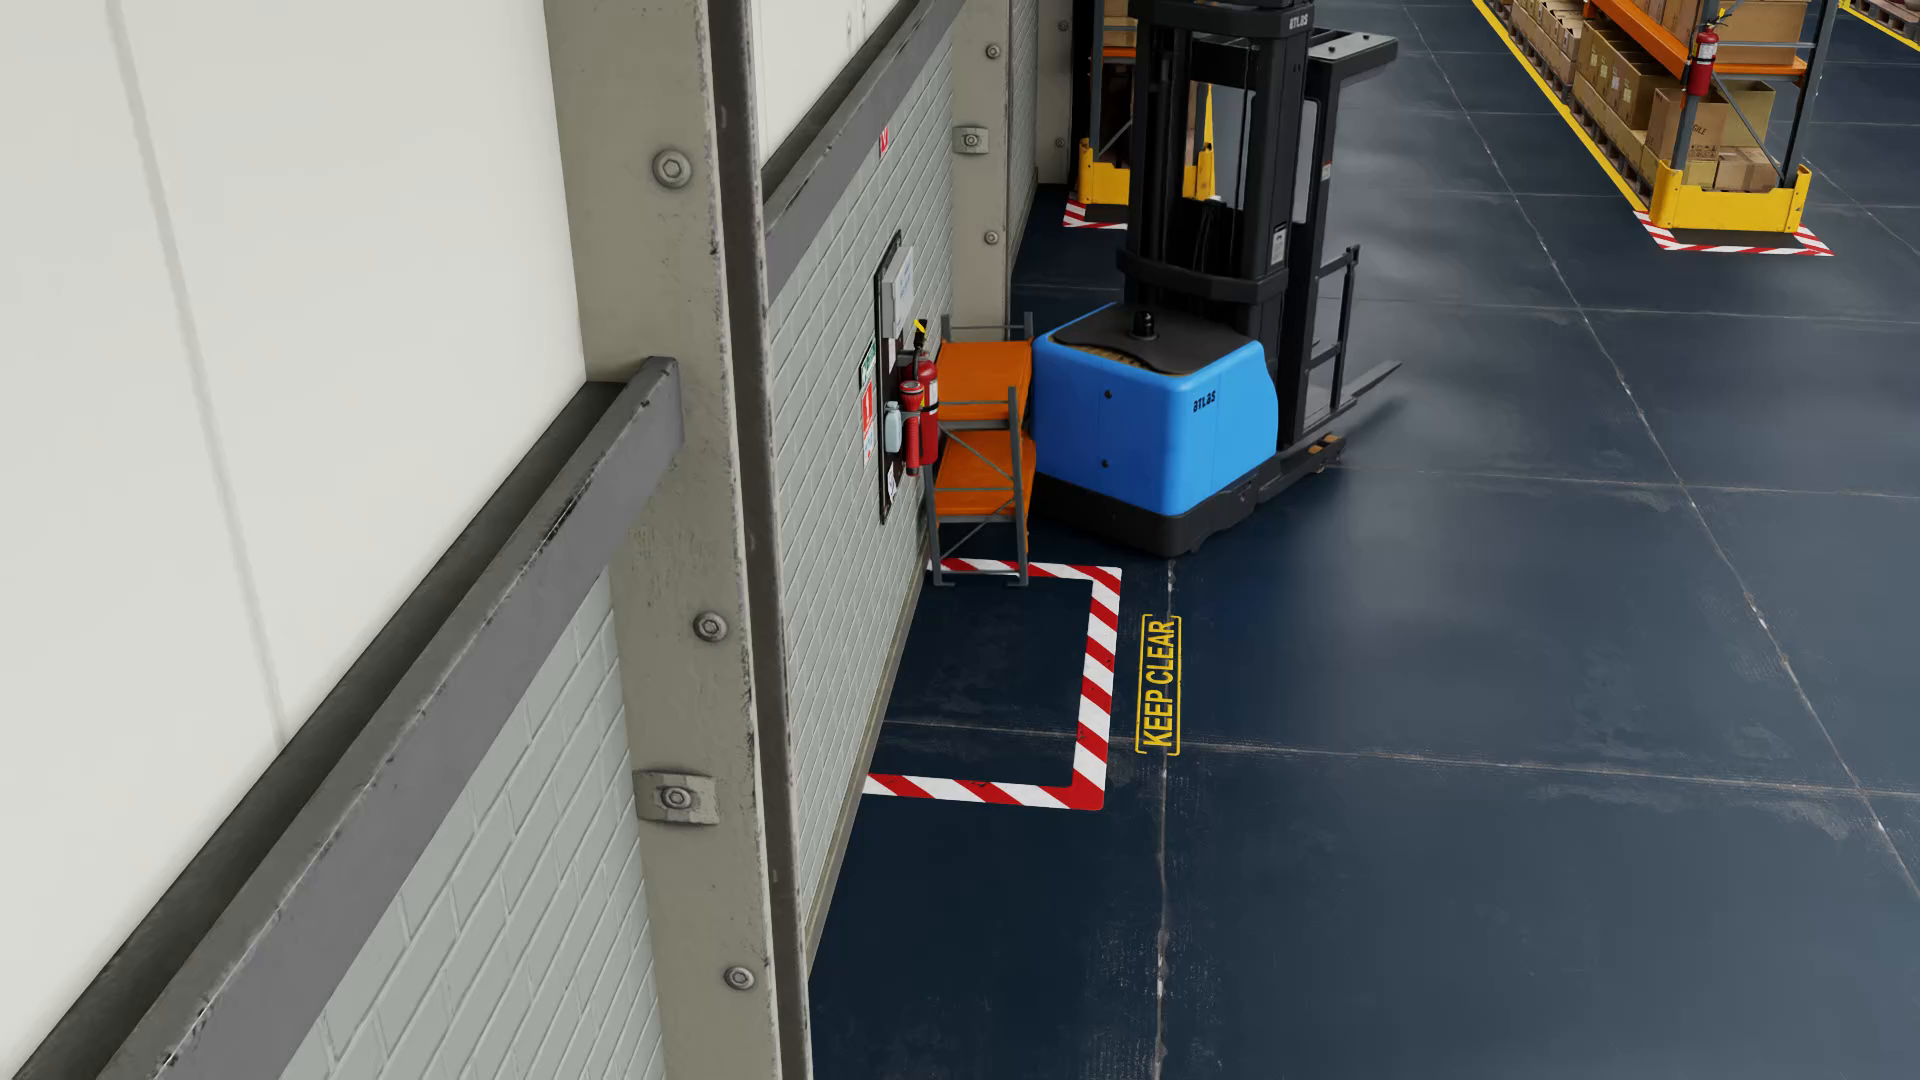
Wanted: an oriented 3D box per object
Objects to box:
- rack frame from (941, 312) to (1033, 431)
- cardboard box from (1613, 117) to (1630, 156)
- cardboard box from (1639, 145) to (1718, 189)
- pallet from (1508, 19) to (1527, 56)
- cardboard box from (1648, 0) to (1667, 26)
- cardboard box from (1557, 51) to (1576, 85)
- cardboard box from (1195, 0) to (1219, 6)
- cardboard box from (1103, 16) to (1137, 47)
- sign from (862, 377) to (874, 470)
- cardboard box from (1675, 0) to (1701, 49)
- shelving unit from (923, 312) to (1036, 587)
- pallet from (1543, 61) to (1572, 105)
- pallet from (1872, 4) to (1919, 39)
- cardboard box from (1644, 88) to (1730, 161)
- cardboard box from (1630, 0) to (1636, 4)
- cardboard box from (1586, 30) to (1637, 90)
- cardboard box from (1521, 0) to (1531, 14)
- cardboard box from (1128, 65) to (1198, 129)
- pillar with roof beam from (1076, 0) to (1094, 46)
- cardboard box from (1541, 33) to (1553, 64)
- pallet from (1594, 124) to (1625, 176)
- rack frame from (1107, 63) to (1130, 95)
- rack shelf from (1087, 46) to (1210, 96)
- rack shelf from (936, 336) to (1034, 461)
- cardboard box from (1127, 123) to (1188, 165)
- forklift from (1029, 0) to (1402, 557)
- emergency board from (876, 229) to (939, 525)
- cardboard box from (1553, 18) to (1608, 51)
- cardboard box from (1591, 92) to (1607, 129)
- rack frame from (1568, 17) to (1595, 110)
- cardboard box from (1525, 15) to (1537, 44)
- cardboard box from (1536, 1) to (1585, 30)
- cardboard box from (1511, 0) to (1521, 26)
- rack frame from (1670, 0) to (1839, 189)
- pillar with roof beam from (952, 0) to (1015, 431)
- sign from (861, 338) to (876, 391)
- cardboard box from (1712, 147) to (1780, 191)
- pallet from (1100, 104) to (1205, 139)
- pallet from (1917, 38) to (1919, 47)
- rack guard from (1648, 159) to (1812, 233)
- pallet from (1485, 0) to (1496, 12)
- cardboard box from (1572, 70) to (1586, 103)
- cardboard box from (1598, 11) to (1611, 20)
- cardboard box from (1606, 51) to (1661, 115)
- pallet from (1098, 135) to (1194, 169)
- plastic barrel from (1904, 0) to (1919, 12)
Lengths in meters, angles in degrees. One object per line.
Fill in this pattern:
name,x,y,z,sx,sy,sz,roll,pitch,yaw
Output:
rack frame,0.184,-0.746,9.383,0.500,1.125,0.032,-1,29,8
cardboard box,6.432,-3.761,15.526,0.500,0.250,0.500,3,28,6
cardboard box,6.324,-3.290,14.650,0.500,0.250,0.500,3,28,6
pallet,7.392,-6.199,20.534,1.003,0.211,1.213,3,28,6
cardboard box,6.808,-5.038,15.333,0.700,0.500,0.500,4,29,8
cardboard box,6.804,-5.115,18.038,0.500,0.250,0.500,3,28,6
cardboard box,1.991,-4.812,14.366,0.500,0.500,0.500,3,28,6
cardboard box,1.499,-4.506,14.589,0.500,0.250,0.500,4,29,7
sign,-0.384,-0.488,6.955,0.001,0.329,0.234,3,28,6
cardboard box,6.681,-4.556,14.440,0.700,0.500,0.500,4,29,8
shelving unit,0.127,-0.502,8.941,0.538,1.125,1.048,-1,29,8
pallet,7.093,-5.050,18.402,1.003,0.211,1.213,3,28,6
pallet,12.502,-6.668,21.404,1.003,0.211,1.213,3,28,6
cardboard box,6.322,-3.620,14.473,0.500,0.500,0.500,3,28,6
cardboard box,6.935,-5.515,16.219,0.700,0.500,0.500,3,28,6
cardboard box,6.620,-4.797,16.658,0.500,0.500,0.500,3,28,6
cardboard box,7.120,-6.556,20.121,0.500,0.311,0.500,3,28,5
cardboard box,2.018,-4.356,16.346,0.700,0.500,0.500,2,28,3
pillar with roof beam,5.869,-9.927,18.189,9.100,9.000,0.400,3,28,6
cardboard box,6.930,-5.594,18.927,0.500,0.250,0.500,4,29,7
pallet,6.755,-3.753,15.994,1.003,0.211,1.213,3,28,6
rack frame,2.124,-6.215,17.623,1.000,3.000,0.127,3,28,6
rack shelf,1.879,-4.957,16.047,1.077,0.370,4.000,3,28,6
rack shelf,0.106,-0.758,8.802,0.538,0.278,1.000,-1,29,8
cardboard box,1.808,-3.662,15.257,0.500,0.311,0.500,0,28,0
forklift,1.700,-1.828,9.552,1.130,2.935,3.031,21,35,34
emergency board,-0.214,-0.727,7.436,0.194,1.169,0.643,3,28,6
cardboard box,6.864,-5.603,18.352,0.500,0.311,0.500,4,29,8
cardboard box,6.551,-4.232,16.400,0.500,0.250,0.500,3,28,6
rack frame,7.041,-5.929,17.092,1.000,3.000,0.127,3,28,6
cardboard box,7.057,-6.075,19.820,0.500,0.250,0.500,3,28,5
cardboard box,6.993,-6.074,19.226,0.500,0.311,0.500,3,28,6
cardboard box,7.176,-6.557,20.714,0.500,0.250,0.500,3,28,6
rack frame,6.551,-4.046,13.597,1.000,3.000,0.127,3,28,6
pillar with roof beam,4.399,-4.278,7.704,9.100,9.000,0.400,3,28,6
sign,-0.375,-0.723,6.833,0.001,0.109,0.331,3,28,6
cardboard box,6.838,-3.260,14.594,0.500,0.250,0.500,3,28,6
pallet,1.930,-4.093,16.625,1.003,0.211,1.213,3,28,6
pallet,12.313,-5.932,20.038,1.003,0.211,1.213,3,28,6
rack guard,6.548,-2.934,14.169,1.175,0.500,0.348,3,28,6
pallet,7.812,-7.506,22.960,1.003,0.211,1.213,3,28,6
cardboard box,6.684,-4.703,17.272,0.500,0.250,0.500,3,28,6
cardboard box,7.468,-5.809,18.735,0.500,0.311,0.500,2,28,5
cardboard box,6.492,-4.327,15.785,0.500,0.500,0.500,3,28,6
pallet,1.778,-3.521,15.562,1.003,0.211,1.213,3,28,6
plastic barrel,12.470,-7.114,21.472,0.421,0.512,0.421,0,28,0
